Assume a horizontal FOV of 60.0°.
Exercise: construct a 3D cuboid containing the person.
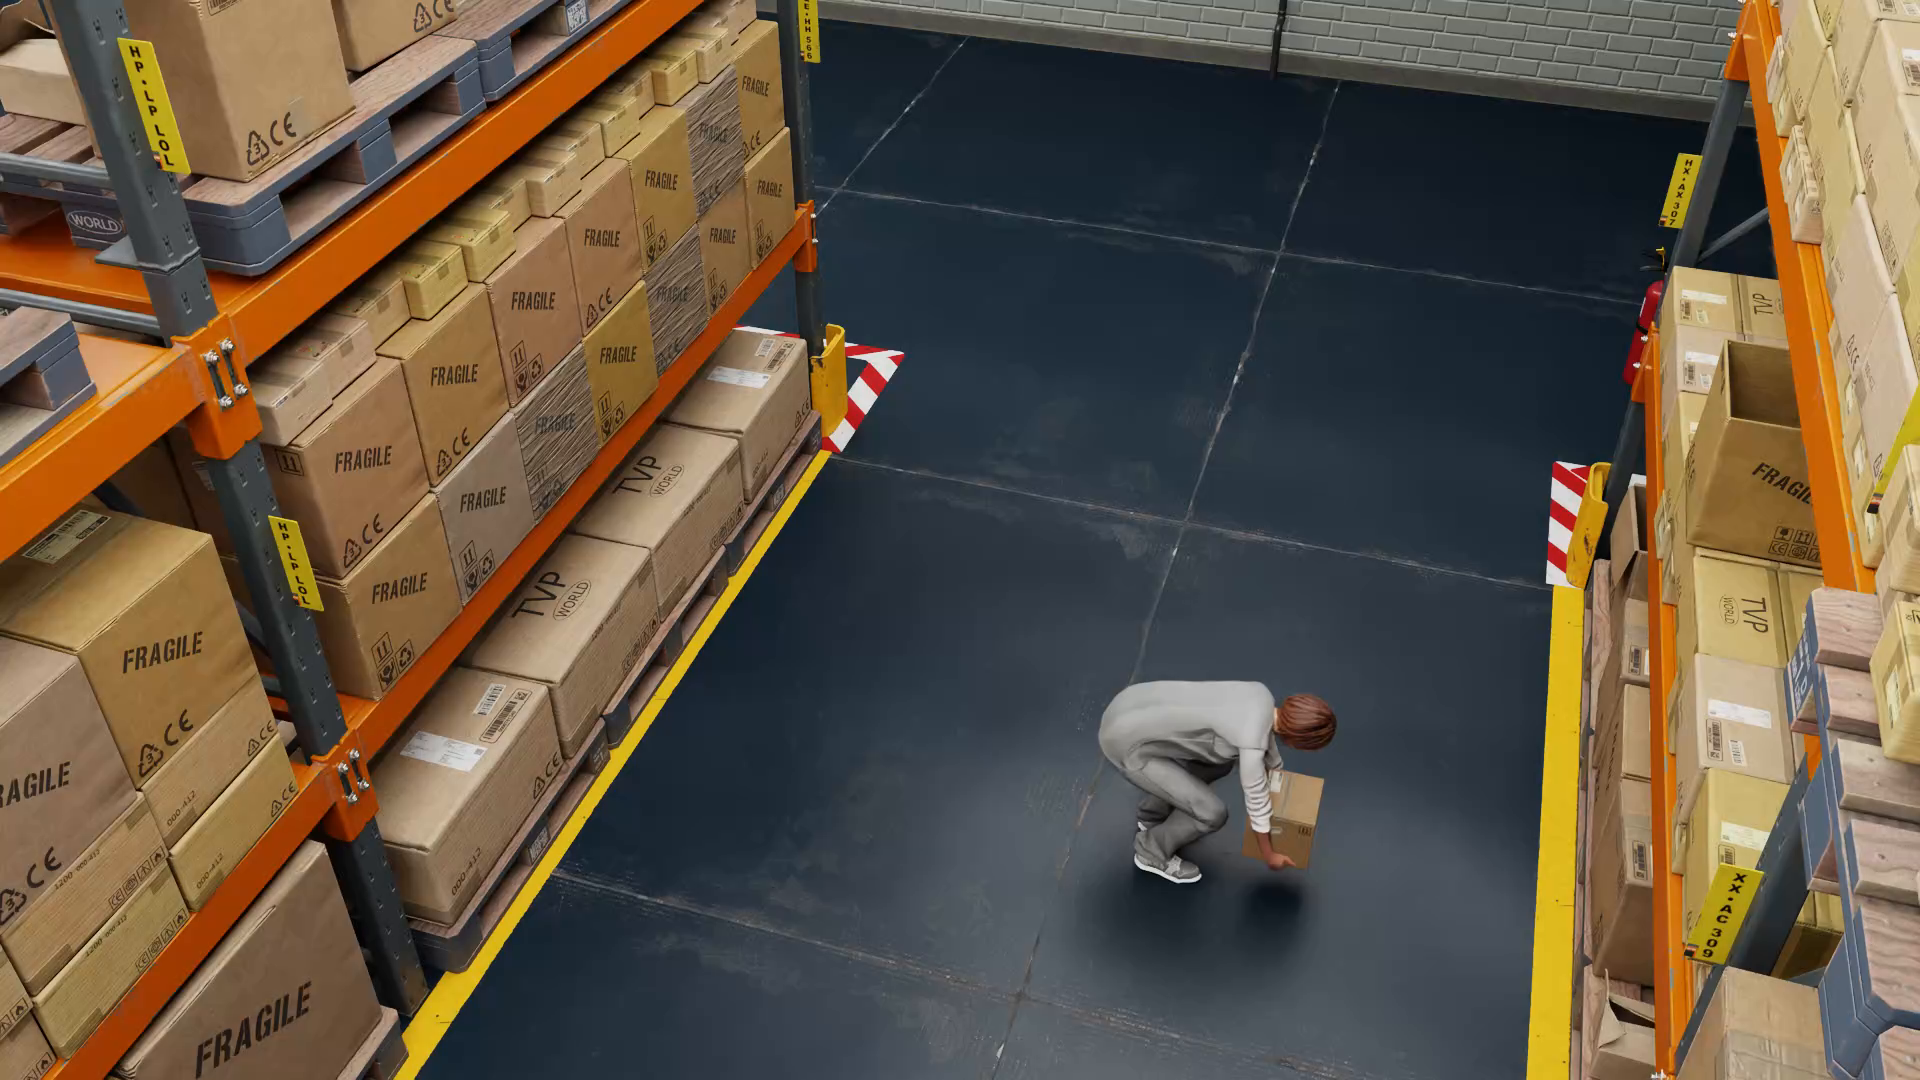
[{"bbox_3d":[0.944,0.893,6.298,0.854,0.914,0.428,9,39,12],"label":"person"}]
